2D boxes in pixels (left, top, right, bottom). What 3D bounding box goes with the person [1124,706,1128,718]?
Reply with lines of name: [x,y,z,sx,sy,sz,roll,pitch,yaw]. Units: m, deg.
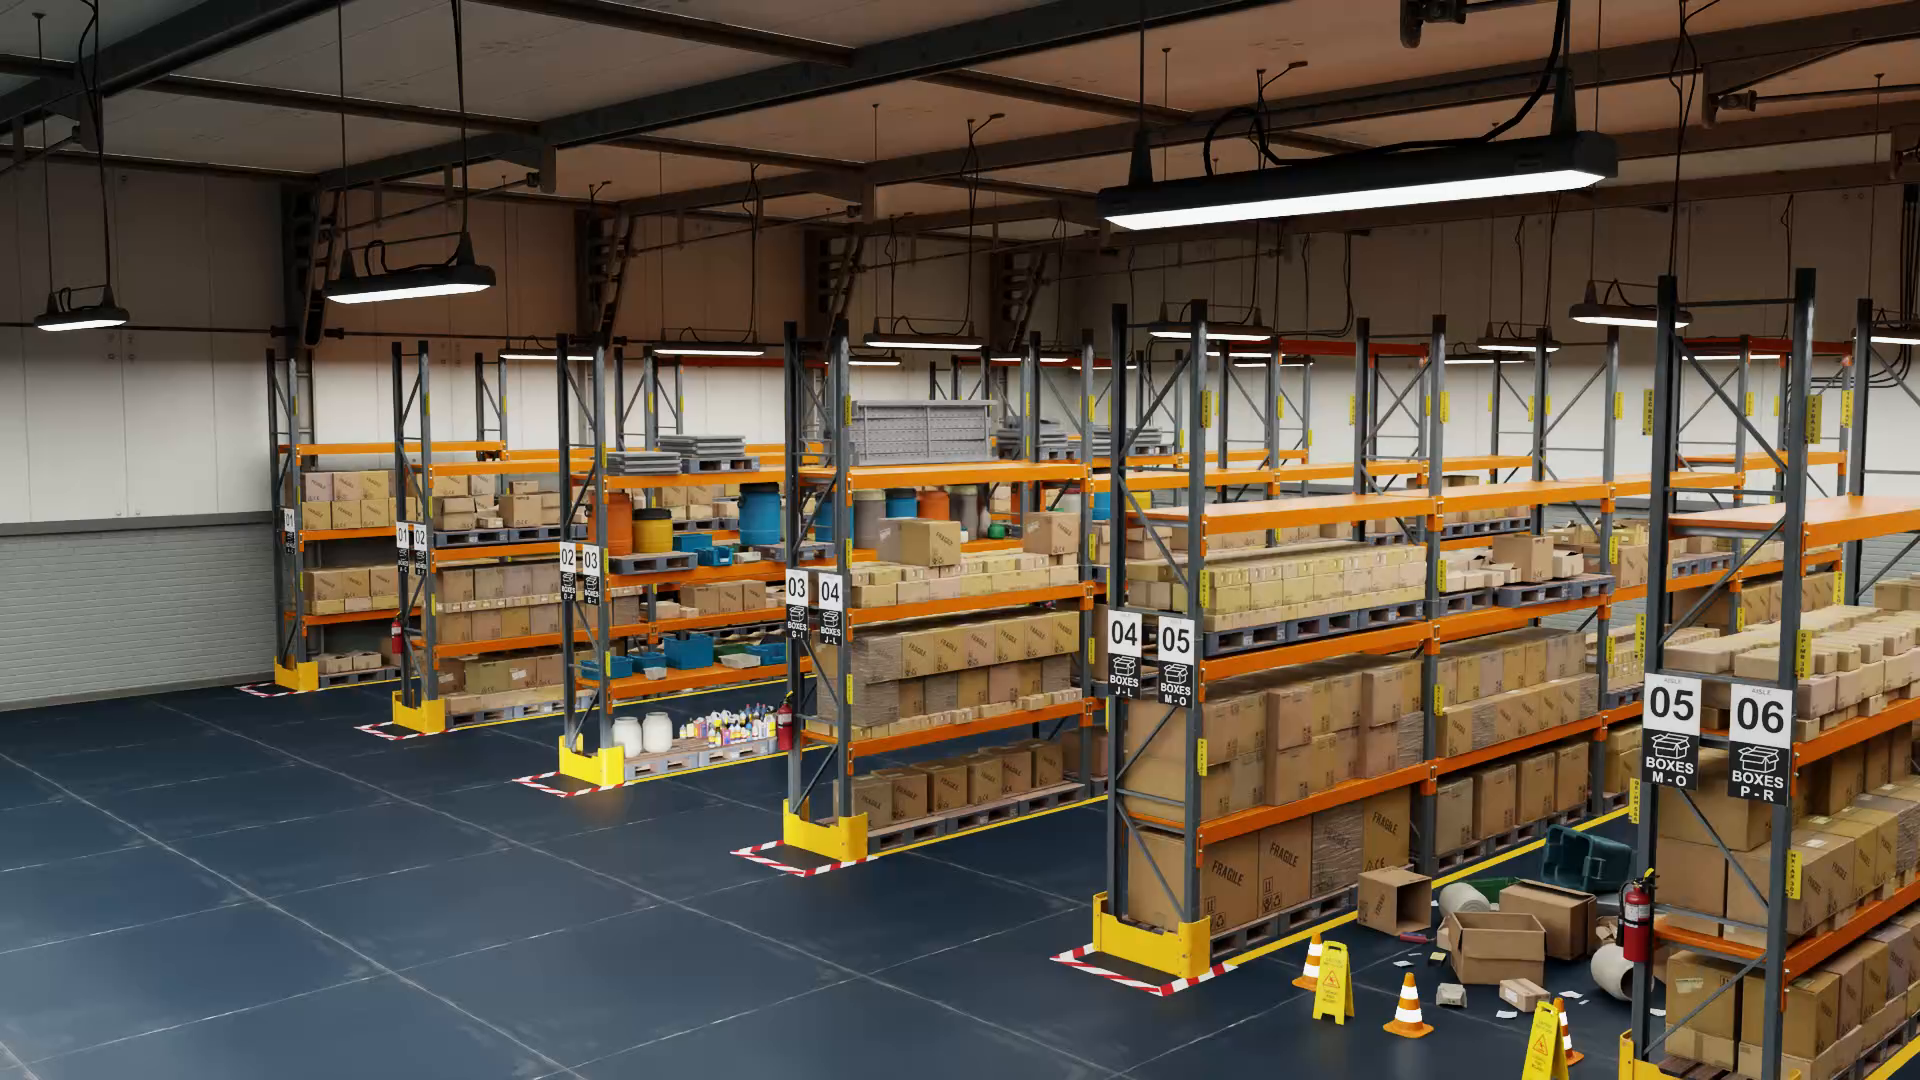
person: [2.780,2.109,26.080,1.021,1.592,0.612,-3,6,-33]
